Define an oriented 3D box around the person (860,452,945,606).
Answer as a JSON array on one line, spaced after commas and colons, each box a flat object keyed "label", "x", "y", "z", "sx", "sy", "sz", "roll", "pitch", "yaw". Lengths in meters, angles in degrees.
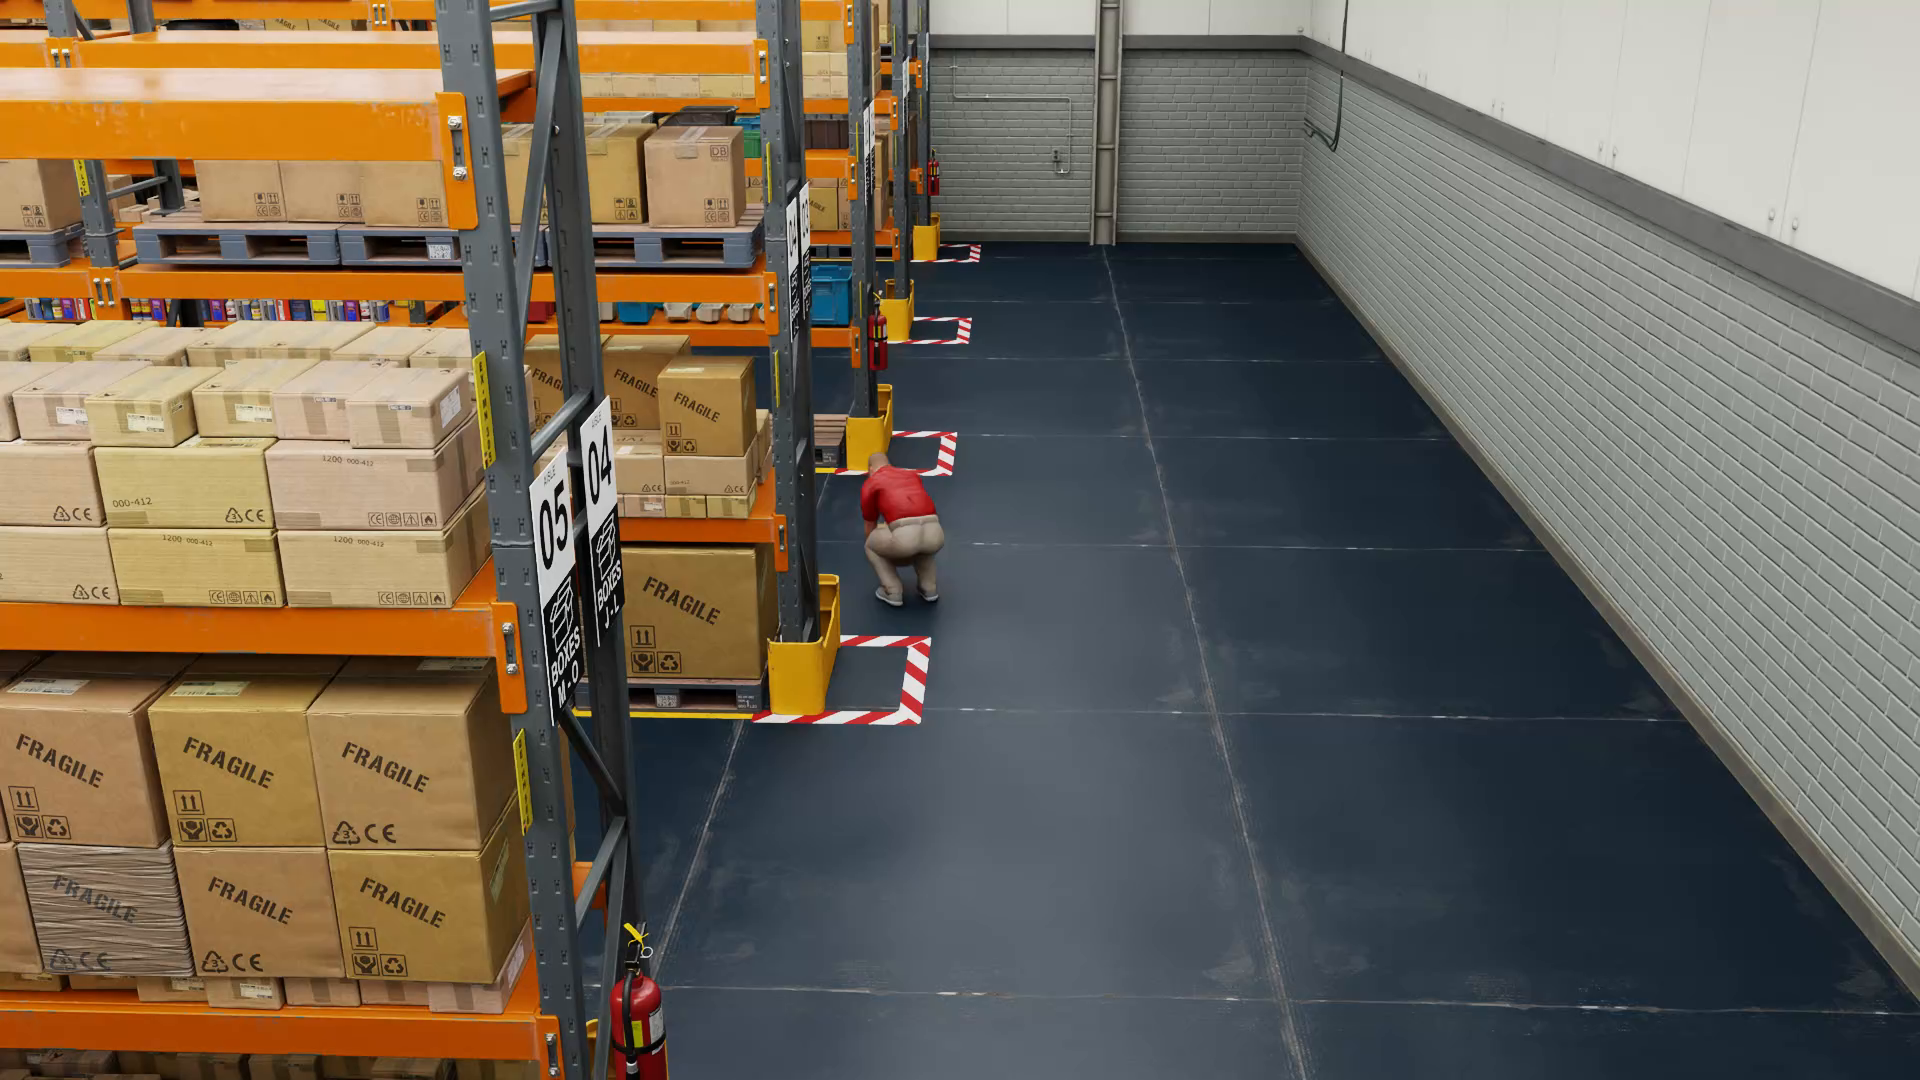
[{"label": "person", "x": -0.440, "y": -0.075, "z": 12.341, "sx": 0.539, "sy": 1.008, "sz": 0.863, "roll": -8, "pitch": 22, "yaw": -21}]
